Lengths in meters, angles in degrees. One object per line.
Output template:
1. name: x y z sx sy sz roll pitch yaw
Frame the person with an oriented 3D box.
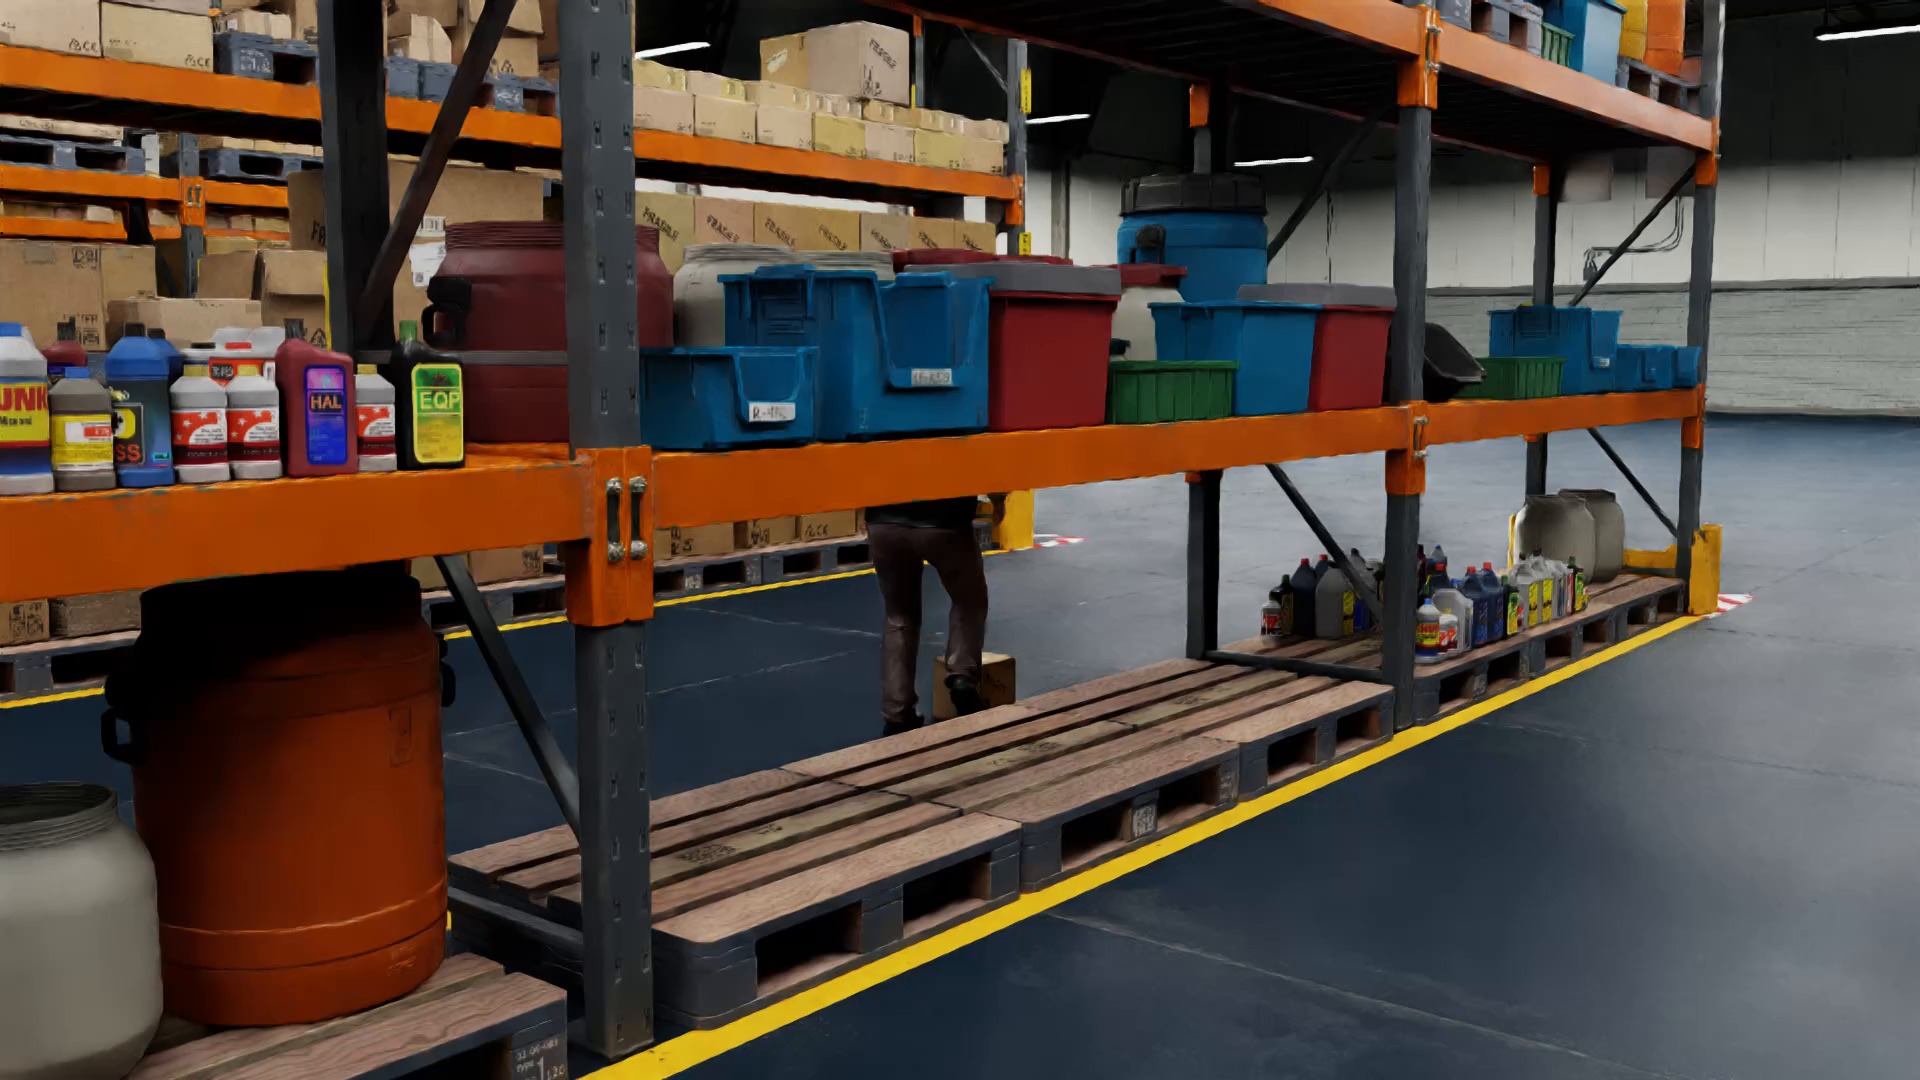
1. person: -0.151 -0.063 6.535 0.716 1.694 0.505 2 7 14
